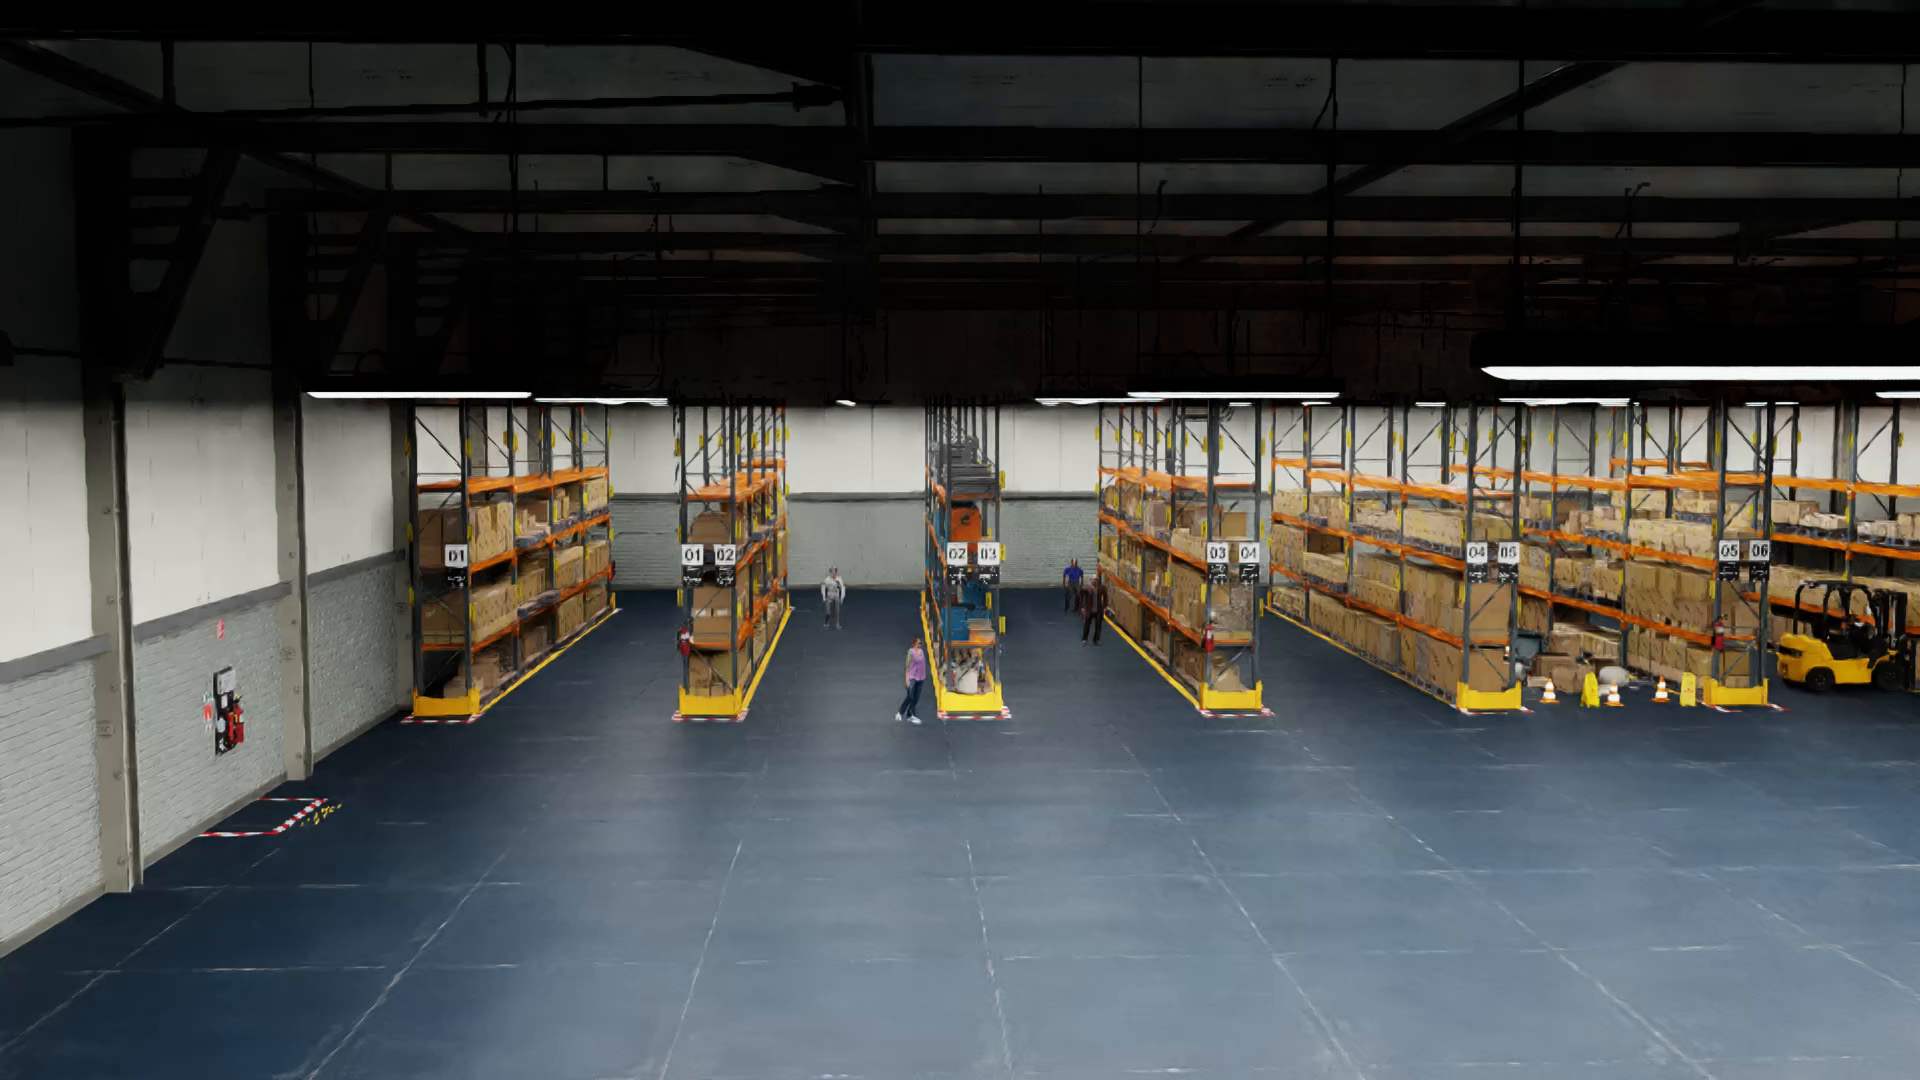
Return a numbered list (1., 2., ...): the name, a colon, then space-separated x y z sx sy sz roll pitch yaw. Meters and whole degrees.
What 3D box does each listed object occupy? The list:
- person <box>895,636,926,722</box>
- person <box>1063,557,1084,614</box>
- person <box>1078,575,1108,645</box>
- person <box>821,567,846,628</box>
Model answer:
1. person: -0.899 2.534 30.246 0.454 1.585 0.552 4 6 45
2. person: 3.150 1.280 46.312 0.592 1.590 0.518 0 5 -4
3. person: 3.216 1.684 40.237 0.729 1.732 0.541 0 5 -5
4. person: -3.298 1.498 43.279 0.639 1.632 0.512 0 5 -4
